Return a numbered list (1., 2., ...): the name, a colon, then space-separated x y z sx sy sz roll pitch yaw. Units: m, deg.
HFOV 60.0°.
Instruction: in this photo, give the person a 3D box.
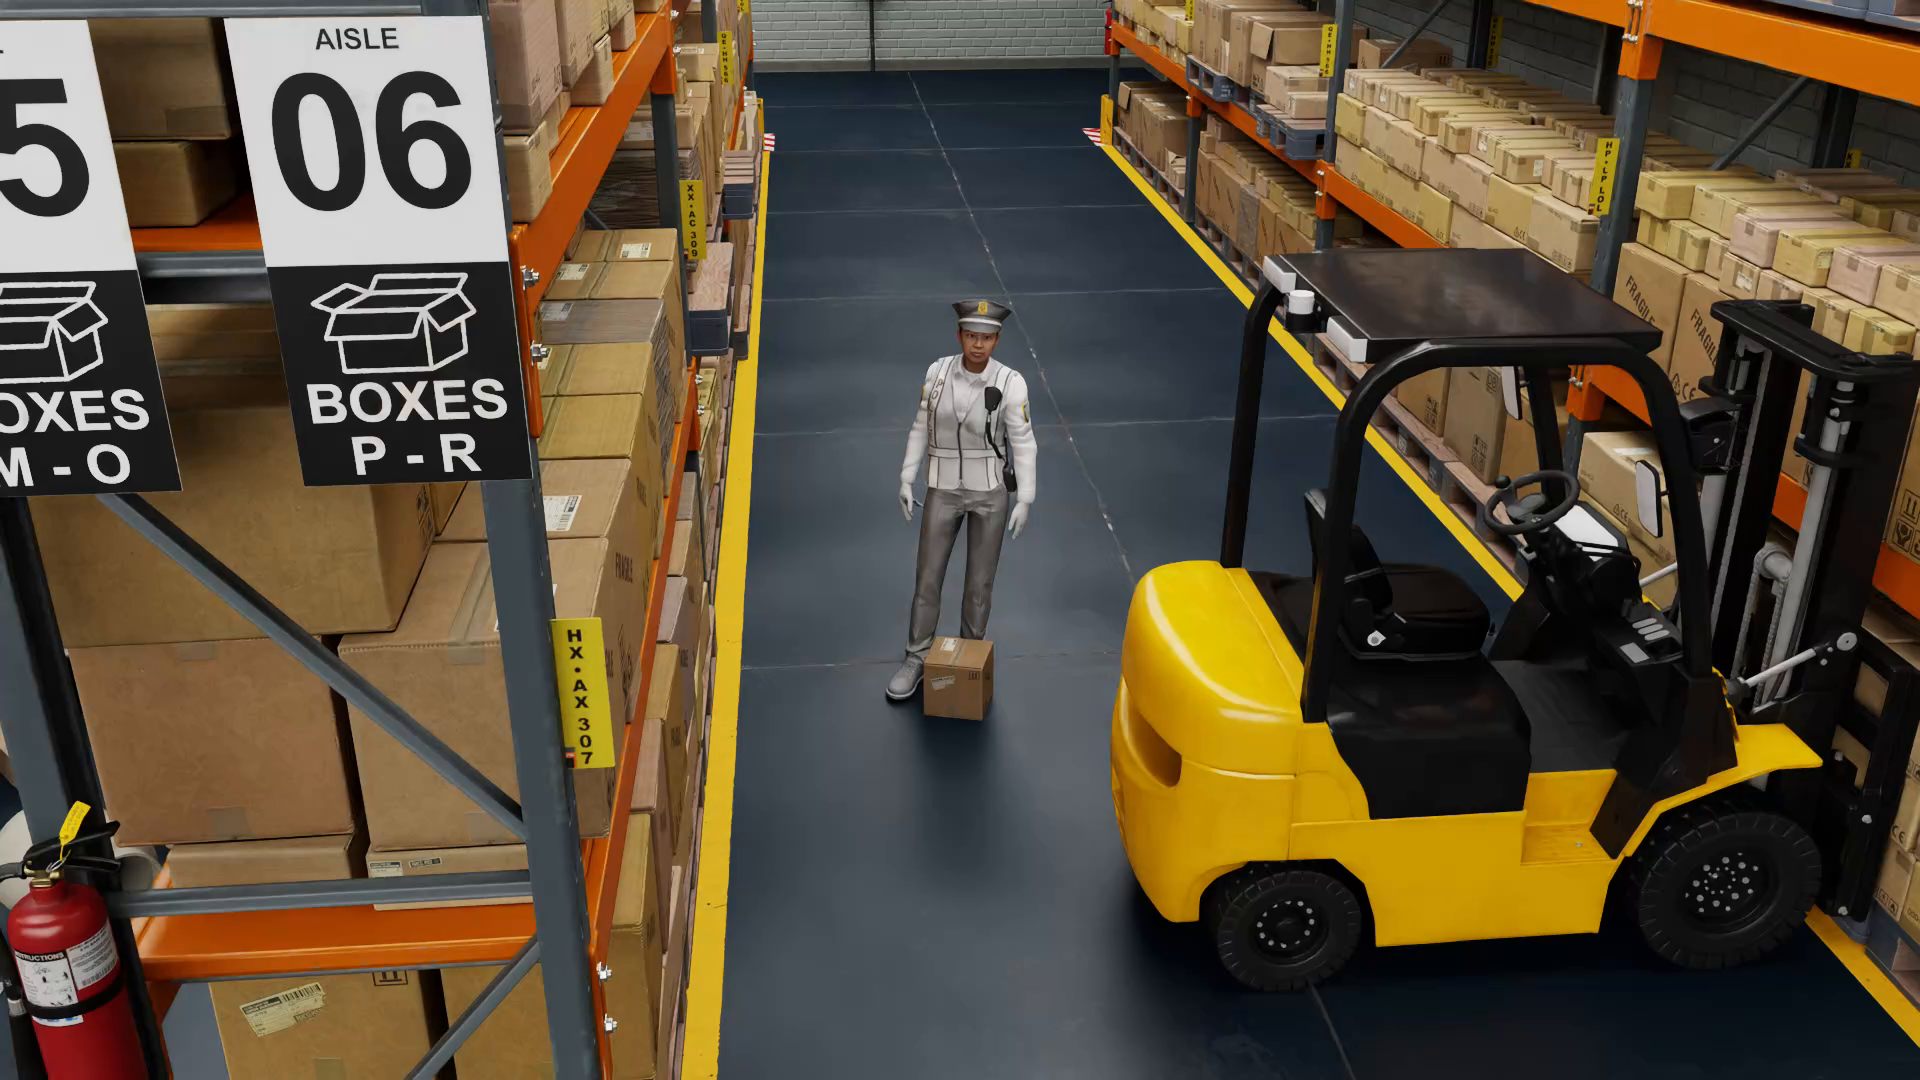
1. person: 0.015 -0.168 6.917 0.587 1.694 0.529 6 24 12
